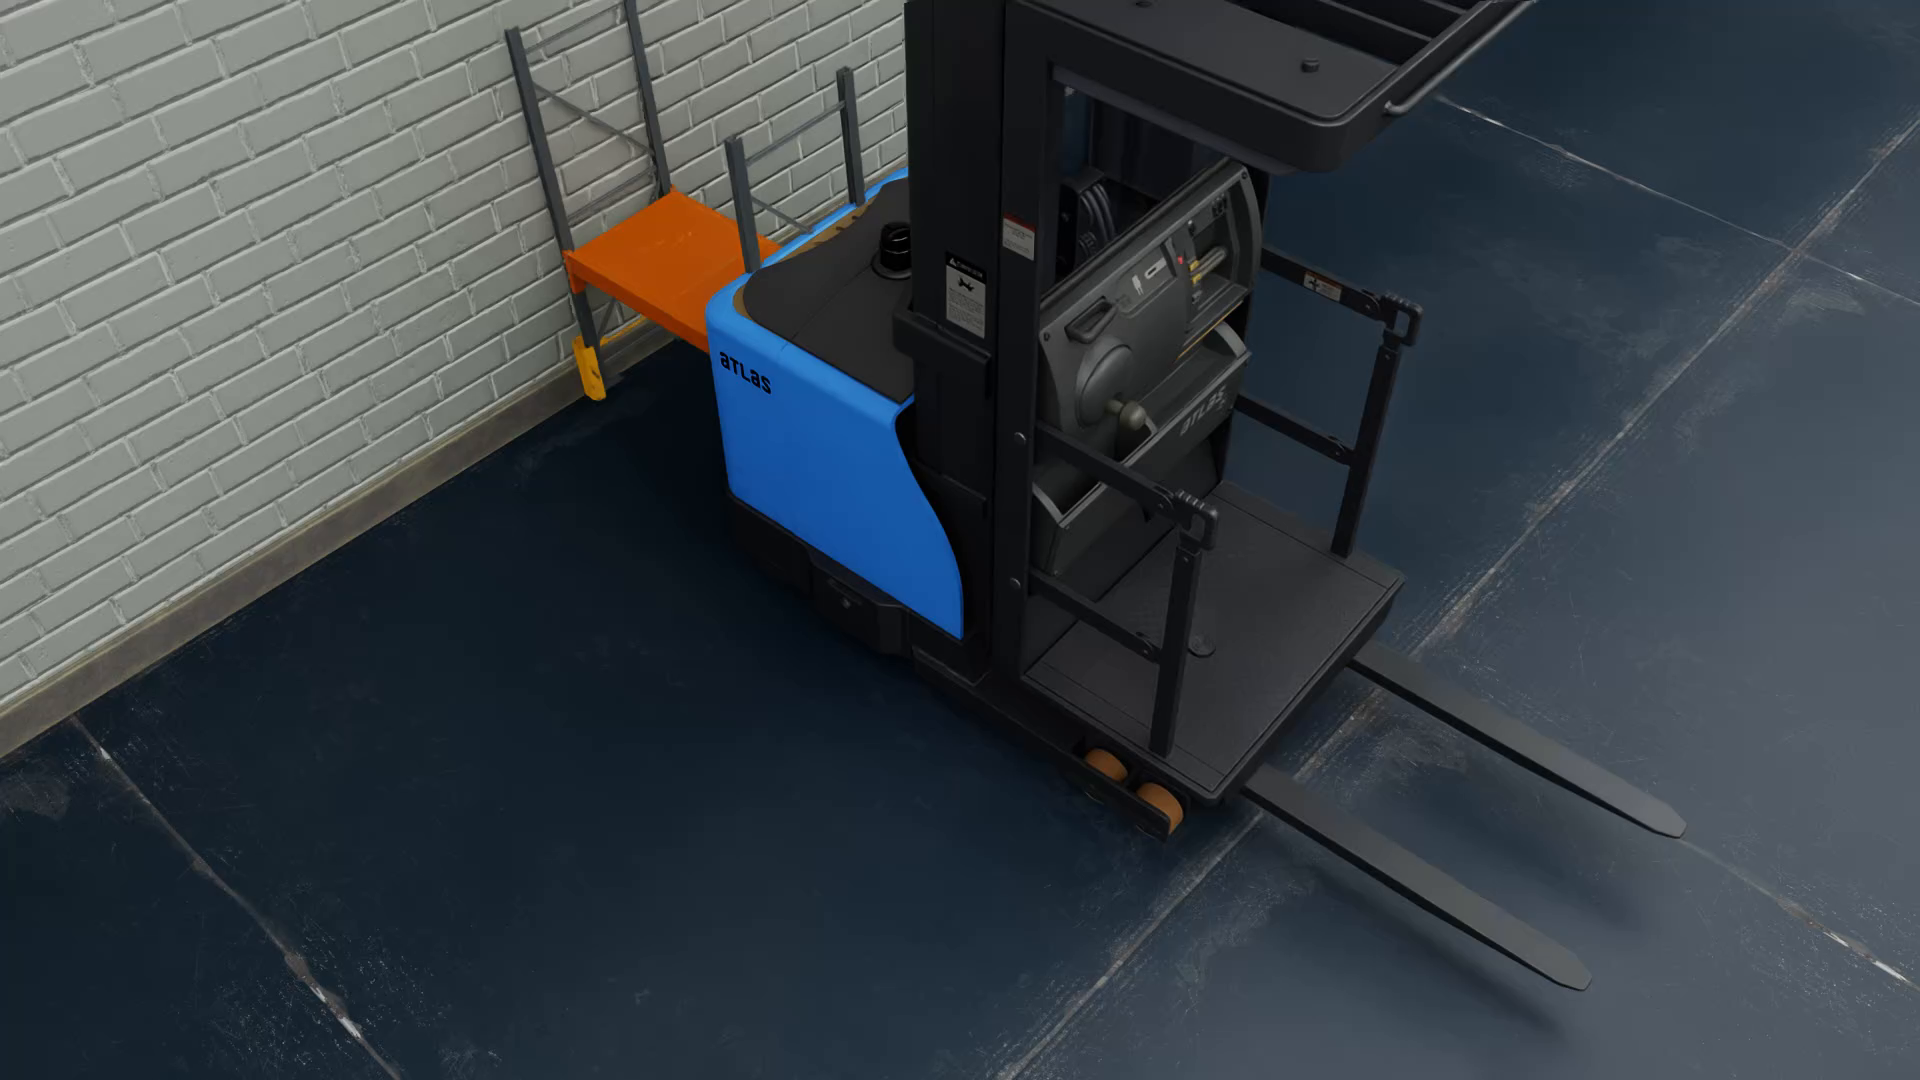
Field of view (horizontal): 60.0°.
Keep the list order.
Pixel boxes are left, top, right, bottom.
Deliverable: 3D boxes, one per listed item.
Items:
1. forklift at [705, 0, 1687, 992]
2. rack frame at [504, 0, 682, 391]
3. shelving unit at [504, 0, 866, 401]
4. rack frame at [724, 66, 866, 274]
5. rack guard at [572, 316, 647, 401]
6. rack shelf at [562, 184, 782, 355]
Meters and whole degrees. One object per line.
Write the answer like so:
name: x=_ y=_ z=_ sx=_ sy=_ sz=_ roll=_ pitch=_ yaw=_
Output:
forklift: x=0.676 y=-0.563 z=4.268 sx=3.031 sy=2.935 sz=1.130 roll=31 pitch=54 yaw=26
rack frame: x=-1.228 y=-1.216 z=5.857 sx=0.032 sy=1.500 sz=0.500 roll=31 pitch=55 yaw=28
shelving unit: x=-0.853 y=-0.988 z=5.619 sx=1.083 sy=1.500 sz=0.587 roll=31 pitch=55 yaw=28
rack frame: x=-0.464 y=-0.752 z=5.372 sx=0.032 sy=1.500 sz=0.500 roll=31 pitch=55 yaw=28
rack guard: x=-1.202 y=-0.785 z=6.308 sx=0.087 sy=0.250 sz=0.587 roll=31 pitch=55 yaw=28
rack shelf: x=-0.839 y=-0.860 z=5.745 sx=1.000 sy=0.185 sz=0.538 roll=31 pitch=55 yaw=28
